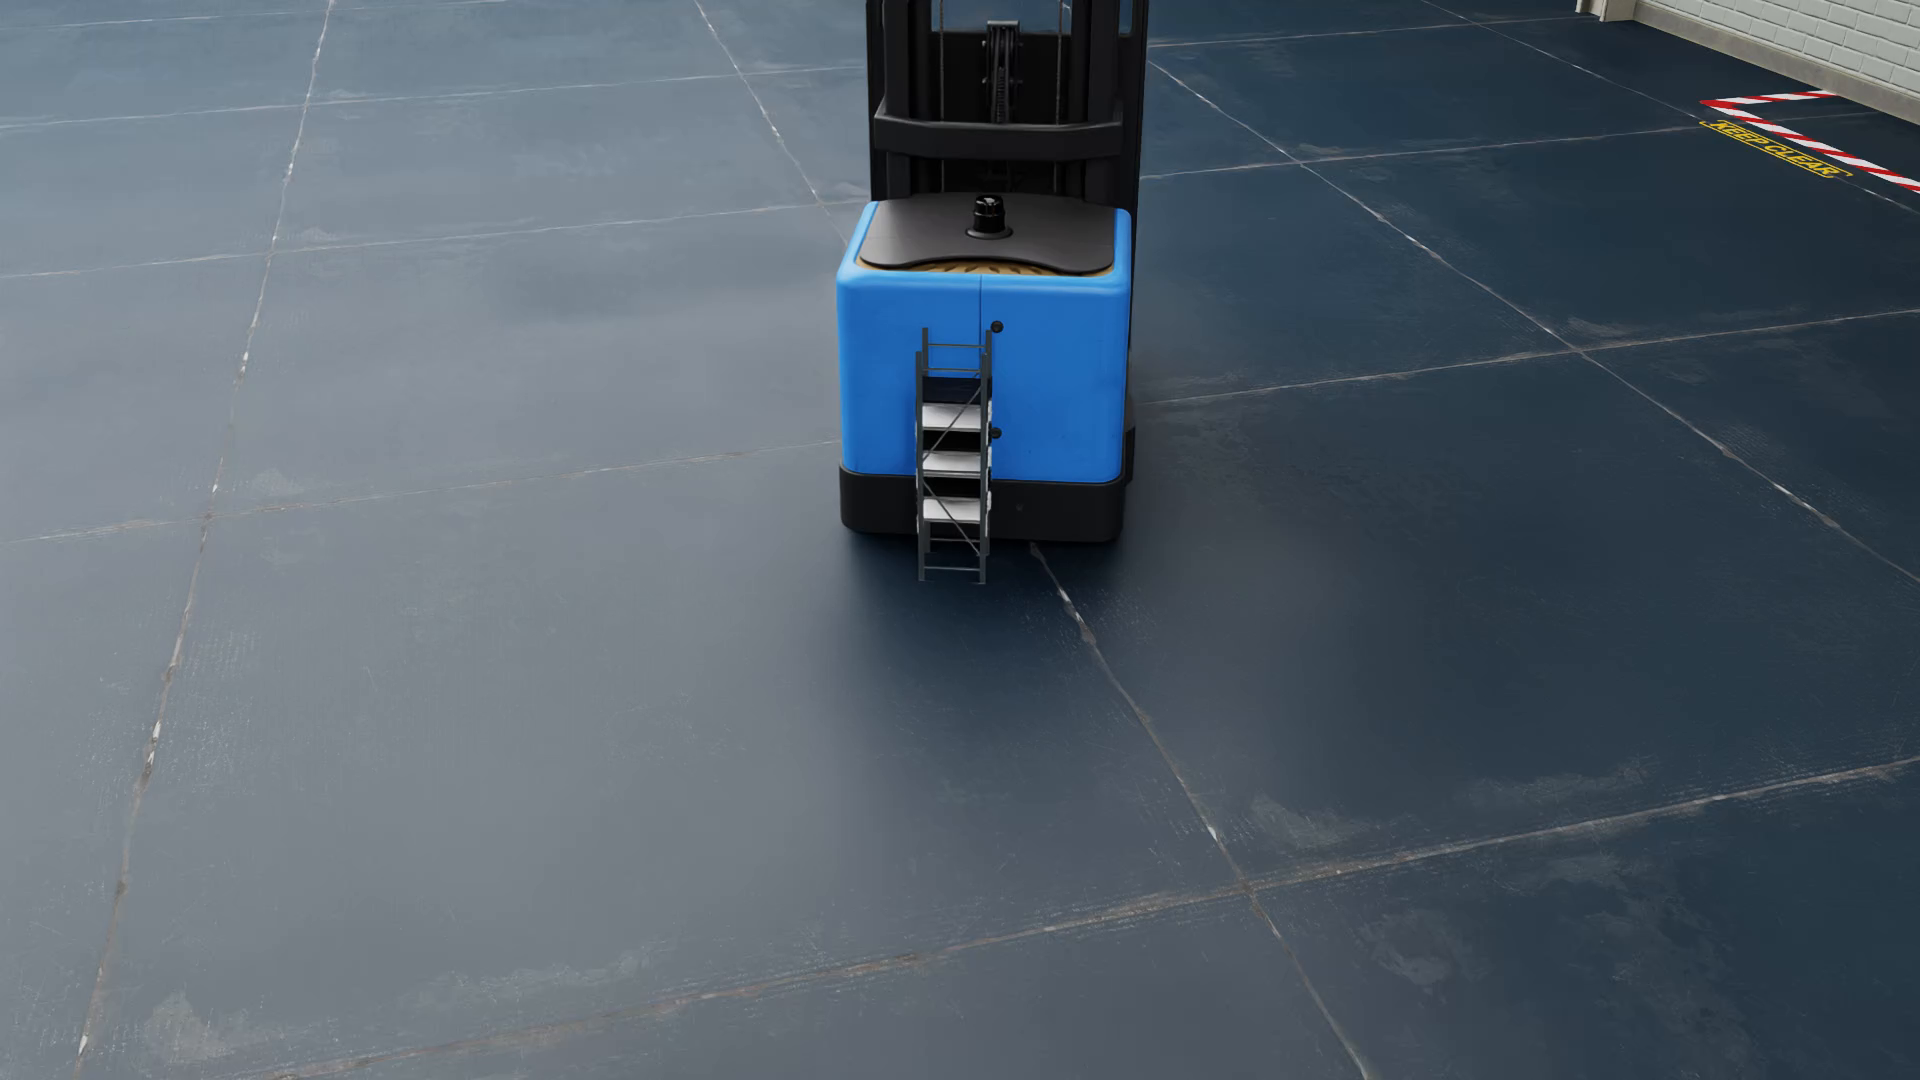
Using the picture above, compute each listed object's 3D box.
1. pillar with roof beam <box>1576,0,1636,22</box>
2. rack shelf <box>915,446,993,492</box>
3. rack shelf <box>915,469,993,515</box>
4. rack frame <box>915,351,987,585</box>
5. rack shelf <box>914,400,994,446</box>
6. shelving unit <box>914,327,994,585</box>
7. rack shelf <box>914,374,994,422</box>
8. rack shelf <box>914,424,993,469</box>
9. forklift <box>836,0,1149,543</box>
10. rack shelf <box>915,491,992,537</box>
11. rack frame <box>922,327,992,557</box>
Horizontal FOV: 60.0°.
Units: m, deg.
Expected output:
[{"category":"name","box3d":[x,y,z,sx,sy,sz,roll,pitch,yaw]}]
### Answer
[{"category":"pillar with roof beam","box3d":[1.183,-7.660,10.501,9.100,9.000,0.400,-8,31,-13]},{"category":"rack shelf","box3d":[-0.020,-0.256,5.860,0.258,0.077,0.200,3,30,4]},{"category":"rack shelf","box3d":[-0.020,-0.178,5.905,0.258,0.077,0.200,3,30,4]},{"category":"rack frame","box3d":[-0.029,-0.234,5.756,0.240,0.900,0.006,3,30,4]},{"category":"rack shelf","box3d":[-0.020,-0.412,5.770,0.258,0.077,0.200,3,30,4]},{"category":"shelving unit","box3d":[-0.020,-0.285,5.843,0.258,0.900,0.210,3,30,4]},{"category":"rack shelf","box3d":[-0.020,-0.489,5.725,0.258,0.077,0.200,3,30,4]},{"category":"rack shelf","box3d":[-0.020,-0.334,5.815,0.258,0.077,0.200,3,30,4]},{"category":"forklift","box3d":[0.203,-1.970,6.728,1.130,2.935,3.031,3,30,4]},{"category":"rack shelf","box3d":[-0.020,-0.100,5.950,0.258,0.077,0.200,3,30,4]},{"category":"rack frame","box3d":[-0.011,-0.335,5.931,0.240,0.900,0.006,3,30,4]}]
